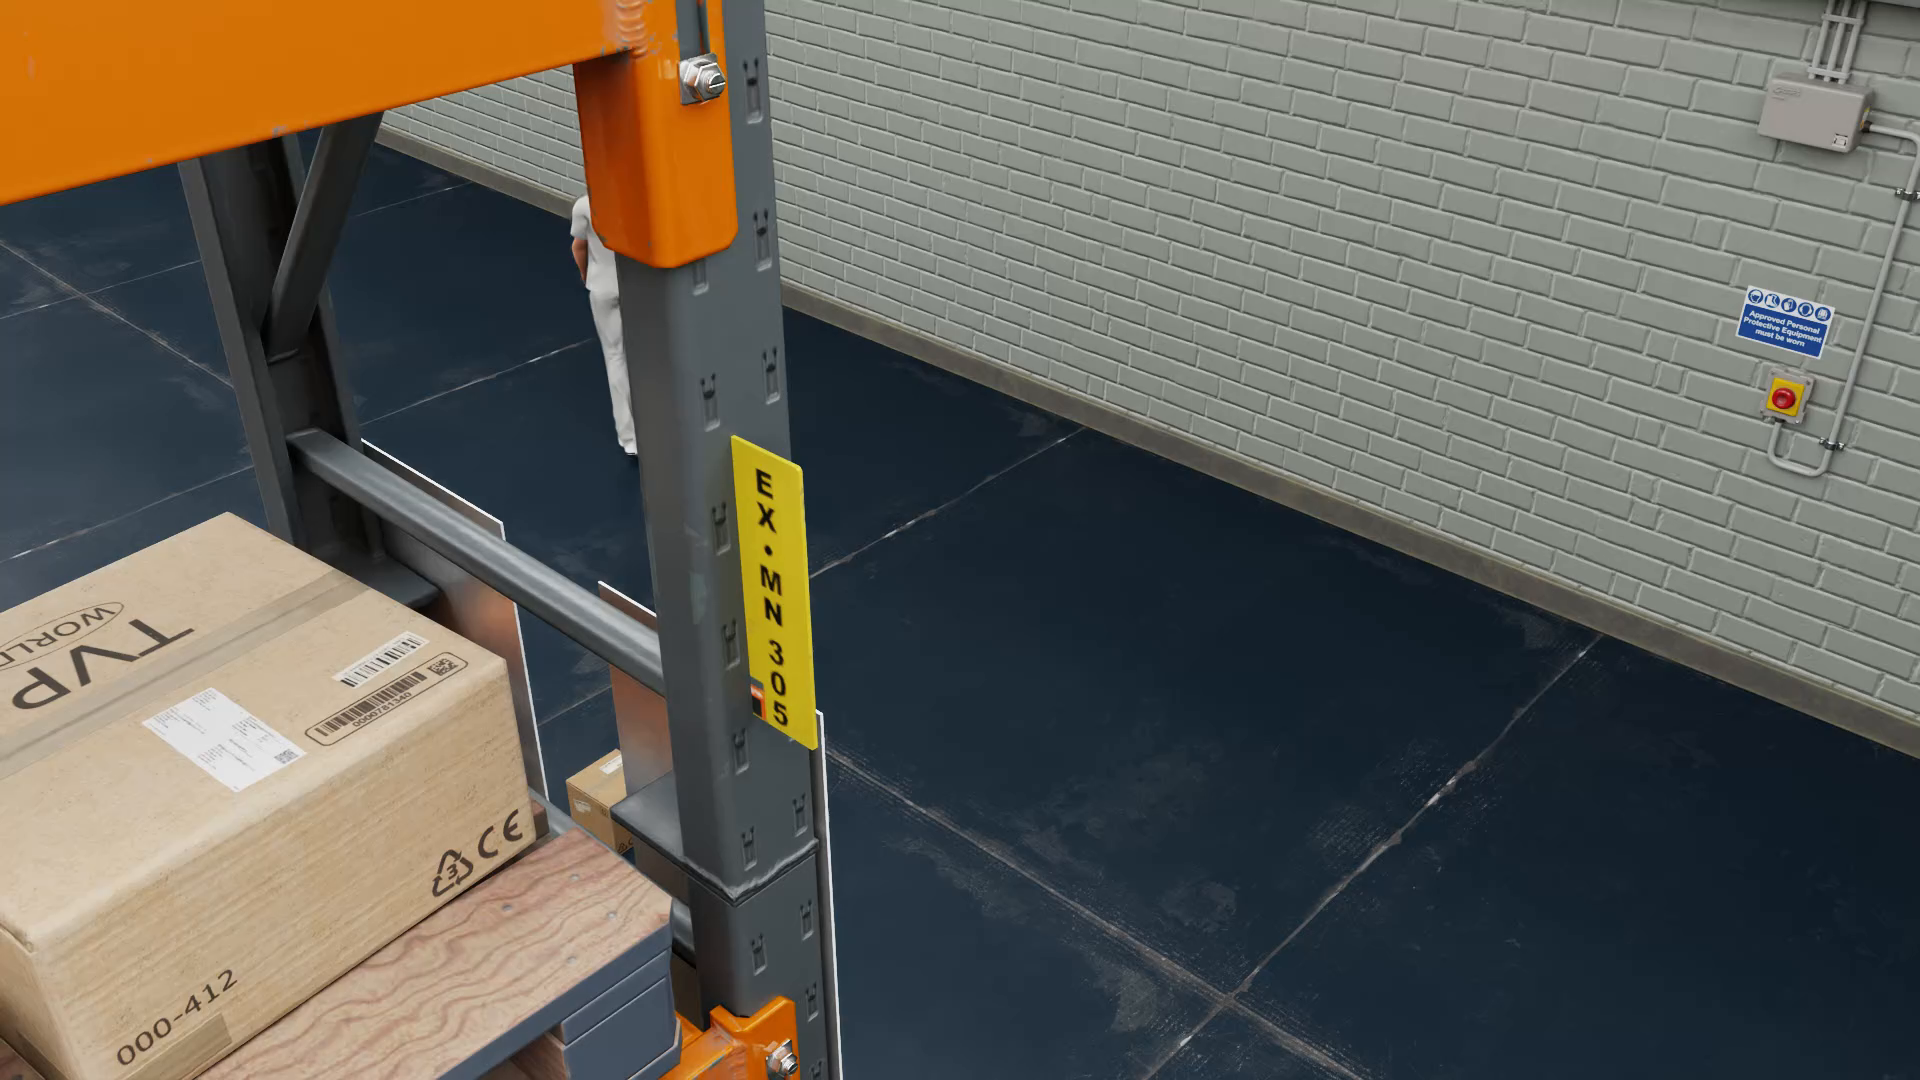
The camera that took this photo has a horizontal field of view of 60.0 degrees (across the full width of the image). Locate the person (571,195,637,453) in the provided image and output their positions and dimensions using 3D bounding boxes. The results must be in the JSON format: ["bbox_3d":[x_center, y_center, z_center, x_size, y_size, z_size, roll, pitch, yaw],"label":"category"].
[{"bbox_3d":[-1.806,-1.365,8.852,0.458,1.613,1.020,-6,32,-10],"label":"person"}]
